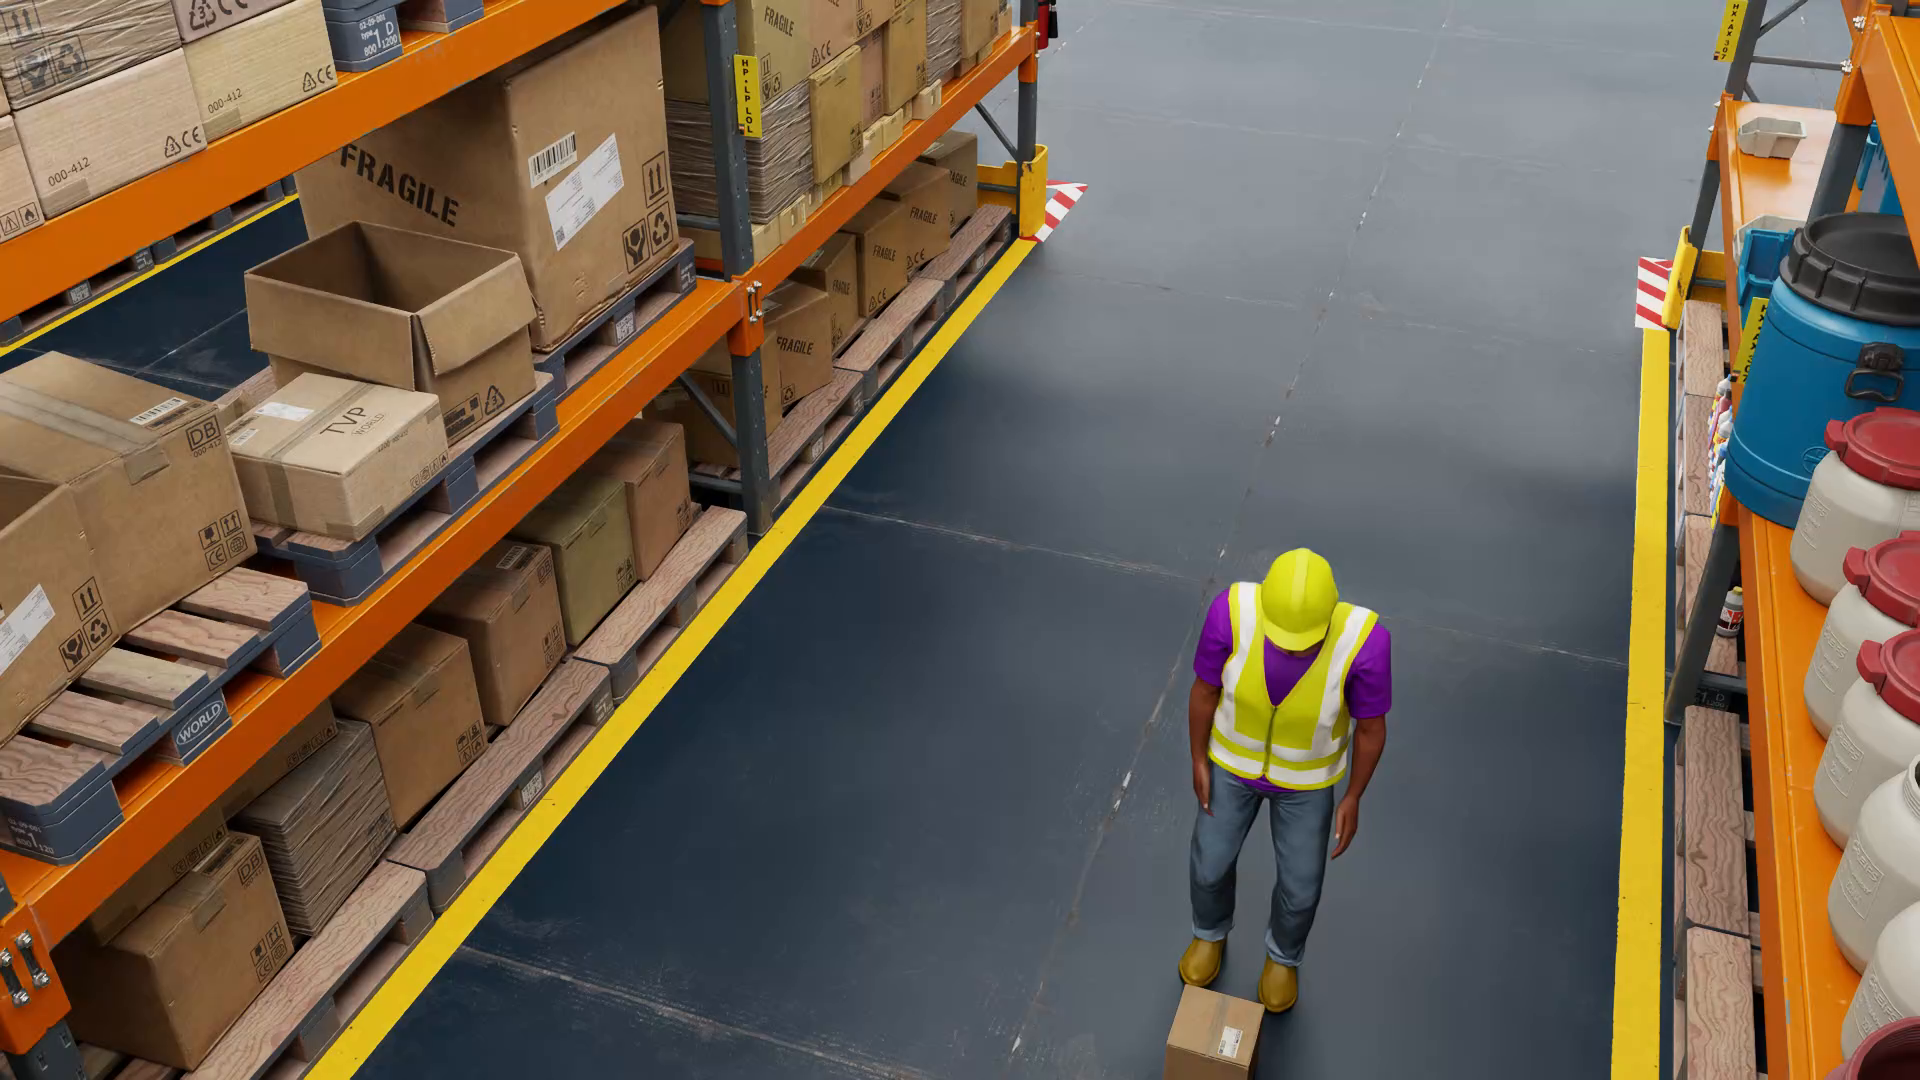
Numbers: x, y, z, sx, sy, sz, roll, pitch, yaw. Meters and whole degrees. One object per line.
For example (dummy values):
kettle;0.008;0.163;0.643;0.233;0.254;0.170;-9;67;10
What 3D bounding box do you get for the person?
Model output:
person;0.965;0.717;5.063;0.591;1.717;0.453;12;35;18
